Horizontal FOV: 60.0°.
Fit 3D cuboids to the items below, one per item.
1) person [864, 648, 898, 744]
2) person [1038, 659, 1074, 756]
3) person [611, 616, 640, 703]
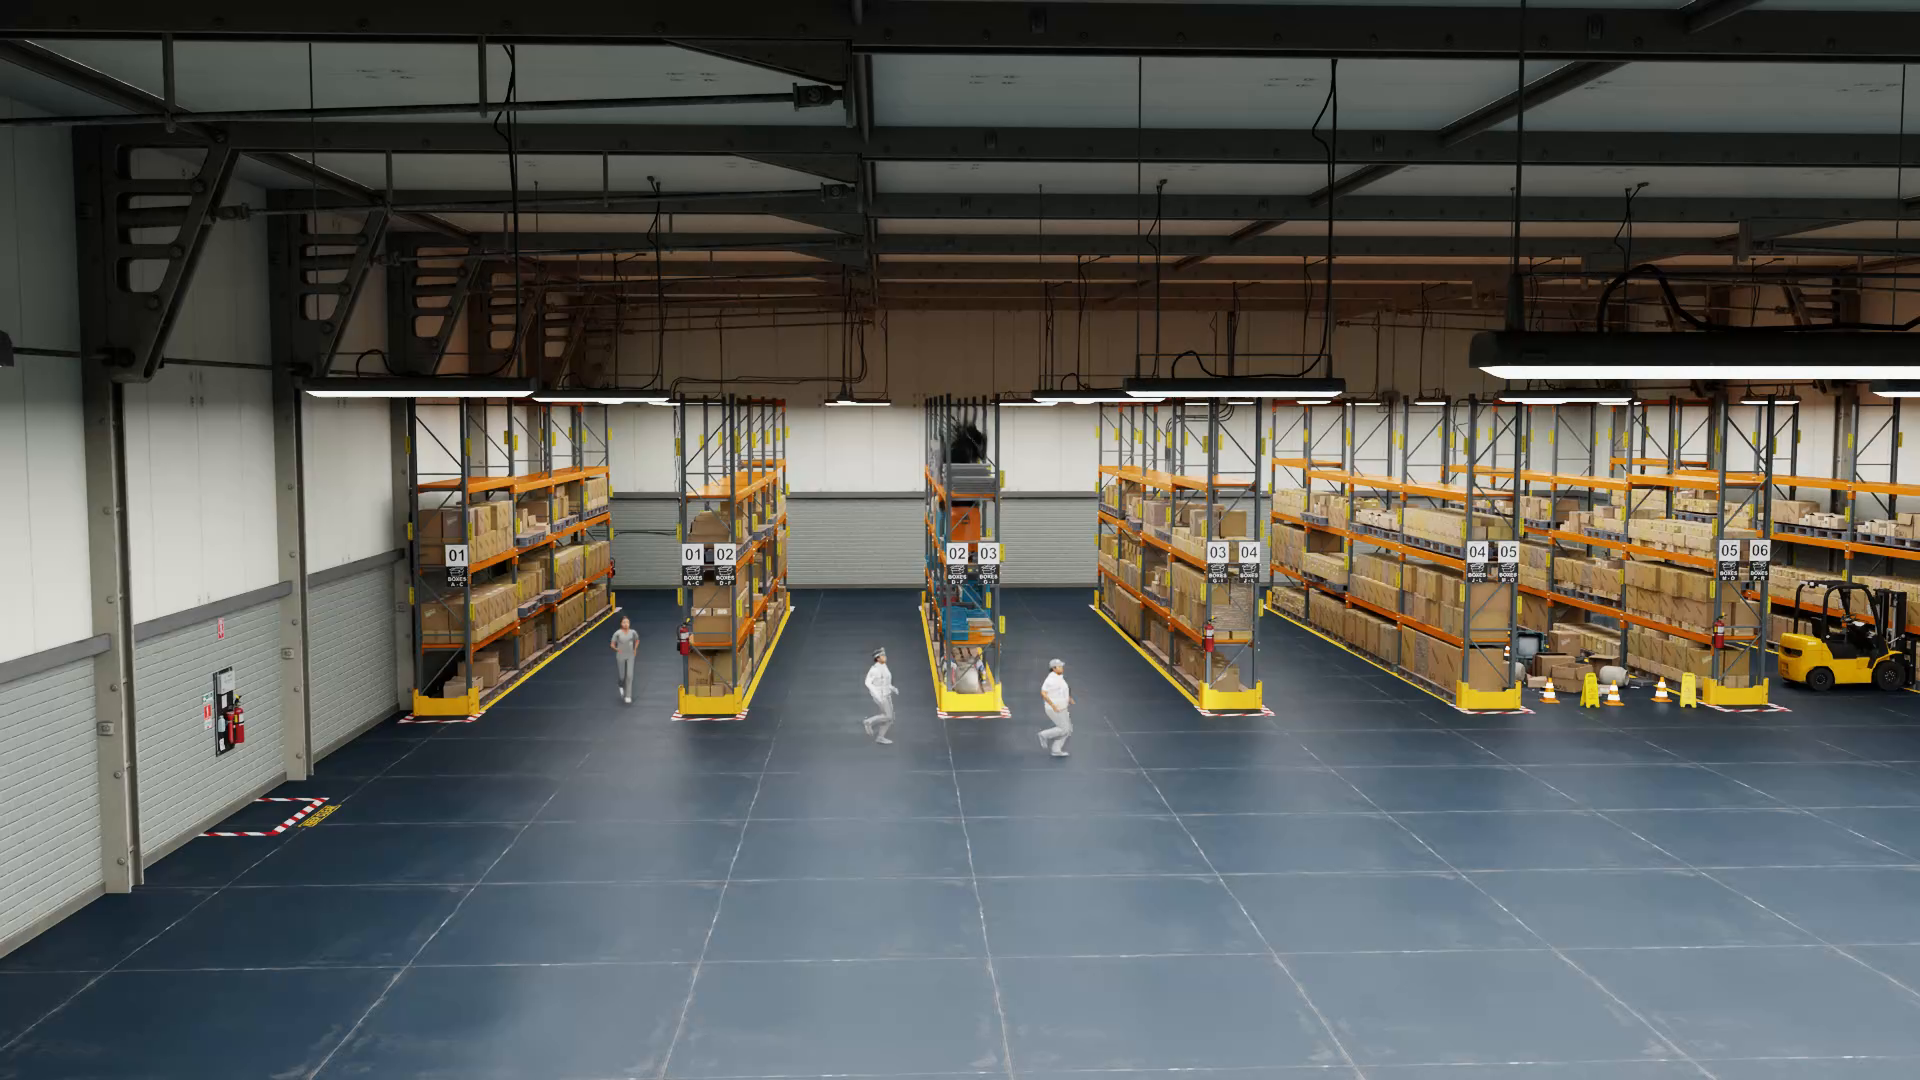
[{"bbox_3d":[-1.354,2.660,28.482,0.544,1.644,0.631,2,5,24],"label":"person"},{"bbox_3d":[1.593,2.761,27.376,0.542,1.612,0.621,2,5,21],"label":"person"},{"bbox_3d":[-6.536,2.310,32.512,0.578,1.643,0.880,-2,5,-19],"label":"person"}]
